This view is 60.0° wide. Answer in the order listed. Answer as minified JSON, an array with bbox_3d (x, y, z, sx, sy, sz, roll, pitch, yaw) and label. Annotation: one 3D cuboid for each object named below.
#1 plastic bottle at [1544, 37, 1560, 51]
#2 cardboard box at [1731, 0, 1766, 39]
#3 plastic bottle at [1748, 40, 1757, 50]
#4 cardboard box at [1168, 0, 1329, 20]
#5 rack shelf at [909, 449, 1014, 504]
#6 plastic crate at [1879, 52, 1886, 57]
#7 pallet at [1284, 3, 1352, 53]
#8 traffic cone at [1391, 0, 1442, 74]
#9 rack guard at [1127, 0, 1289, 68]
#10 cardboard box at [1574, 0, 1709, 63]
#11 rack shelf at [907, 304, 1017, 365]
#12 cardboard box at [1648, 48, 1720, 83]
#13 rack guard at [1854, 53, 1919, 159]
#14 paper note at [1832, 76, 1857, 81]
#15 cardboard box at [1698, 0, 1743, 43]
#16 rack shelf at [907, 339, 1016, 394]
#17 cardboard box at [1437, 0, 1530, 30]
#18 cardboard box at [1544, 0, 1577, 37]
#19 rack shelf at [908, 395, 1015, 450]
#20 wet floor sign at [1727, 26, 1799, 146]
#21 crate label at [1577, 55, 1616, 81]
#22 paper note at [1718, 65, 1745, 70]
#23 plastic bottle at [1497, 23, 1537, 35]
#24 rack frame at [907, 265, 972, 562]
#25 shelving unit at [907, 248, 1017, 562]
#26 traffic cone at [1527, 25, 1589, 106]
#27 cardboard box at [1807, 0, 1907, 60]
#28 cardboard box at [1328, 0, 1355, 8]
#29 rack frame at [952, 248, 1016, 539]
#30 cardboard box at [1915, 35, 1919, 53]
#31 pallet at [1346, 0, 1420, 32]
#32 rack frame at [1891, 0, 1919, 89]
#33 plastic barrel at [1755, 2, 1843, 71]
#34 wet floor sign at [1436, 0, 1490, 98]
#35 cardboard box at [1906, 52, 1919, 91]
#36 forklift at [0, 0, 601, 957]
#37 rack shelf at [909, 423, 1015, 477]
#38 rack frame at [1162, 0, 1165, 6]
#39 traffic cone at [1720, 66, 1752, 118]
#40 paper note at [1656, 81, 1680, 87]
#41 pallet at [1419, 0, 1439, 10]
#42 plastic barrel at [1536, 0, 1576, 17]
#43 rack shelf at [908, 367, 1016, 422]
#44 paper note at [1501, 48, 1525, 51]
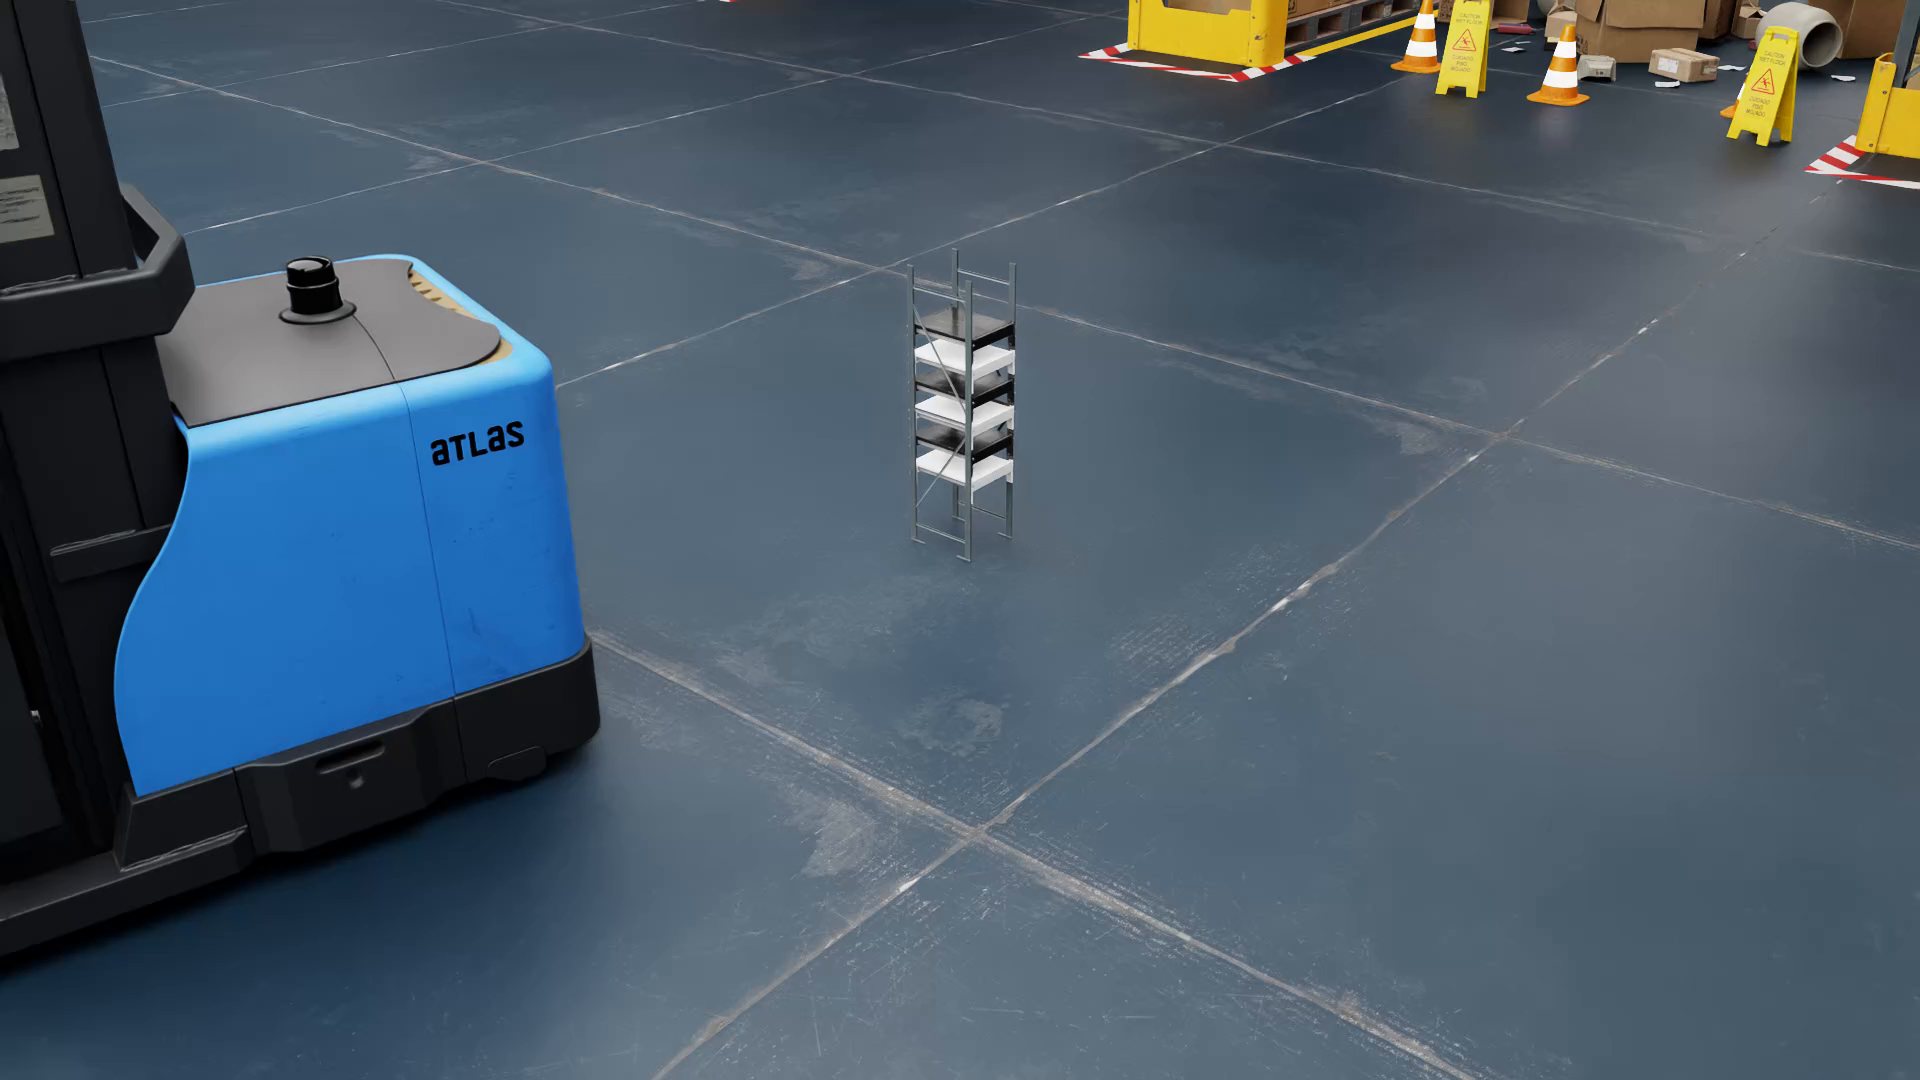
[{"bbox_3d":[4.387,-3.667,12.272,0.133,0.061,0.283,9,29,17],"label":"plastic bottle"},{"bbox_3d":[6.038,-3.997,12.688,0.258,0.266,0.396,0,27,0],"label":"cardboard box"},{"bbox_3d":[5.944,-3.659,12.256,0.283,0.061,0.133,-21,34,-35],"label":"plastic bottle"},{"bbox_3d":[2.165,-4.368,12.285,0.875,0.875,0.875,21,34,35],"label":"cardboard box"},{"bbox_3d":[0.005,-0.213,5.147,0.258,0.077,0.200,21,34,34],"label":"rack shelf"},{"bbox_3d":[6.581,-3.259,11.463,0.402,0.080,0.583,9,29,17],"label":"plastic crate"},{"bbox_3d":[2.232,-3.934,12.624,1.003,0.211,1.213,21,34,34],"label":"pallet"},{"bbox_3d":[3.218,-3.512,11.536,0.336,0.463,0.334,21,34,34],"label":"traffic cone"},{"bbox_3d":[1.769,-3.747,11.949,1.175,0.500,0.348,21,34,34],"label":"rack guard"},{"bbox_3d":[4.832,-3.709,11.872,0.797,0.503,0.637,0,27,0],"label":"cardboard box"},{"bbox_3d":[0.005,-0.613,4.940,0.258,0.077,0.200,21,34,34],"label":"rack shelf"},{"bbox_3d":[4.943,-3.244,11.358,0.250,0.149,0.380,-10,29,-18],"label":"cardboard box"},{"bbox_3d":[5.716,-2.372,9.290,1.175,0.500,0.348,21,34,34],"label":"rack guard"},{"bbox_3d":[6.008,-3.145,11.297,0.142,0.019,0.148,9,29,17],"label":"paper note"},{"bbox_3d":[5.420,-4.103,12.486,0.797,0.637,0.503,21,34,34],"label":"cardboard box"},{"bbox_3d":[0.005,-0.533,4.981,0.258,0.077,0.200,21,34,34],"label":"rack shelf"},{"bbox_3d":[4.133,-4.325,13.063,0.500,0.500,0.500,-21,34,-35],"label":"cardboard box"},{"bbox_3d":[4.656,-3.922,12.542,0.258,0.266,0.396,-21,34,-35],"label":"cardboard box"},{"bbox_3d":[0.005,-0.373,5.064,0.258,0.077,0.200,21,34,34],"label":"rack shelf"},{"bbox_3d":[4.722,-2.655,9.679,0.232,0.644,0.267,-15,31,-27],"label":"wet floor sign"},{"bbox_3d":[4.326,-3.214,11.313,0.250,0.136,0.298,4,28,8],"label":"crate label"},{"bbox_3d":[5.389,-3.305,11.619,0.142,0.019,0.148,-15,31,-27],"label":"paper note"},{"bbox_3d":[4.281,-3.925,12.770,0.283,0.061,0.133,9,29,17],"label":"plastic bottle"},{"bbox_3d":[-0.059,-0.367,4.979,0.240,0.900,0.006,21,34,34],"label":"rack frame"},{"bbox_3d":[0.005,-0.403,5.049,0.258,0.900,0.210,21,34,34],"label":"shelving unit"},{"bbox_3d":[3.873,-3.061,10.664,0.336,0.463,0.334,21,34,34],"label":"traffic cone"},{"bbox_3d":[6.481,-3.782,12.013,0.500,0.500,0.500,-5,28,-9],"label":"cardboard box"},{"bbox_3d":[2.723,-4.681,12.889,0.875,0.875,0.875,20,34,34],"label":"cardboard box"},{"bbox_3d":[0.070,-0.439,5.118,0.240,0.900,0.006,21,34,34],"label":"rack frame"},{"bbox_3d":[5.976,-3.114,9.723,0.500,0.500,0.500,21,34,35],"label":"cardboard box"},{"bbox_3d":[3.009,-4.364,13.456,1.003,0.211,1.213,21,34,34],"label":"pallet"},{"bbox_3d":[5.668,-3.455,8.664,1.000,3.000,0.127,21,34,34],"label":"rack frame"},{"bbox_3d":[5.814,-3.485,11.527,0.421,0.421,0.512,-5,28,-9],"label":"plastic barrel"},{"bbox_3d":[3.294,-3.231,10.794,0.267,0.644,0.232,15,31,26],"label":"wet floor sign"},{"bbox_3d":[5.990,-2.794,9.922,0.500,0.250,0.500,21,34,34],"label":"cardboard box"},{"bbox_3d":[-2.405,-0.553,3.128,3.031,2.935,1.130,-18,32,-31],"label":"forklift"},{"bbox_3d":[0.005,-0.293,5.105,0.258,0.077,0.200,21,34,34],"label":"rack shelf"},{"bbox_3d":[1.784,-4.866,11.391,1.000,3.000,0.127,21,34,34],"label":"rack frame"},{"bbox_3d":[4.946,-2.858,10.270,0.336,0.463,0.334,21,34,34],"label":"traffic cone"},{"bbox_3d":[4.733,-3.053,11.118,0.148,0.019,0.142,9,29,17],"label":"paper note"},{"bbox_3d":[3.784,-4.799,14.296,1.003,0.211,1.213,21,34,34],"label":"pallet"},{"bbox_3d":[4.791,-4.289,13.080,0.421,0.421,0.512,-5,28,-9],"label":"plastic barrel"},{"bbox_3d":[0.005,-0.453,5.023,0.258,0.077,0.200,21,34,34],"label":"rack shelf"},{"bbox_3d":[4.065,-3.591,12.161,0.142,0.017,0.144,-15,31,-27],"label":"paper note"}]
